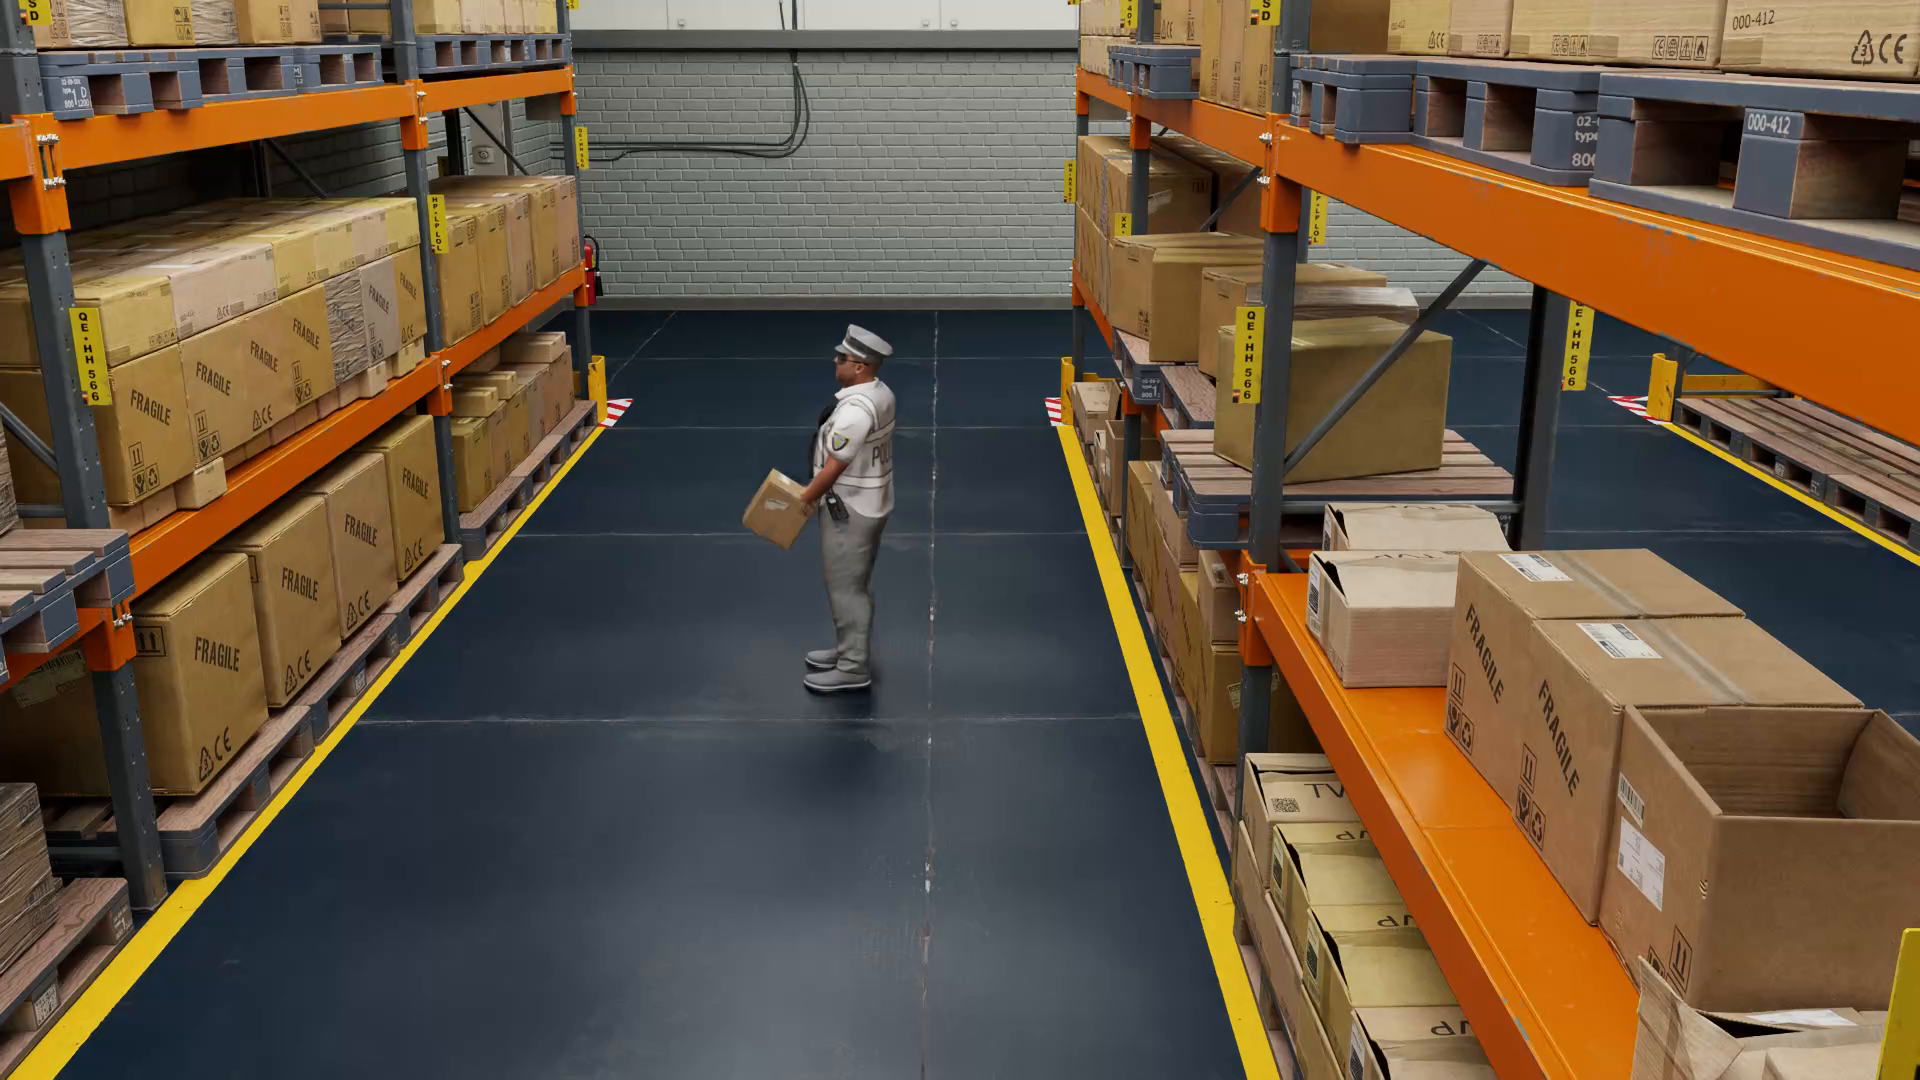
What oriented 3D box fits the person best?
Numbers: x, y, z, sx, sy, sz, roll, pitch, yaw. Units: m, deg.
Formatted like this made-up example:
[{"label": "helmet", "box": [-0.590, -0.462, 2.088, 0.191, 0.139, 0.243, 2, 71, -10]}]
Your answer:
[{"label": "person", "box": [-0.567, -0.156, 7.979, 0.527, 1.786, 0.529, 4, 17, 12]}]
